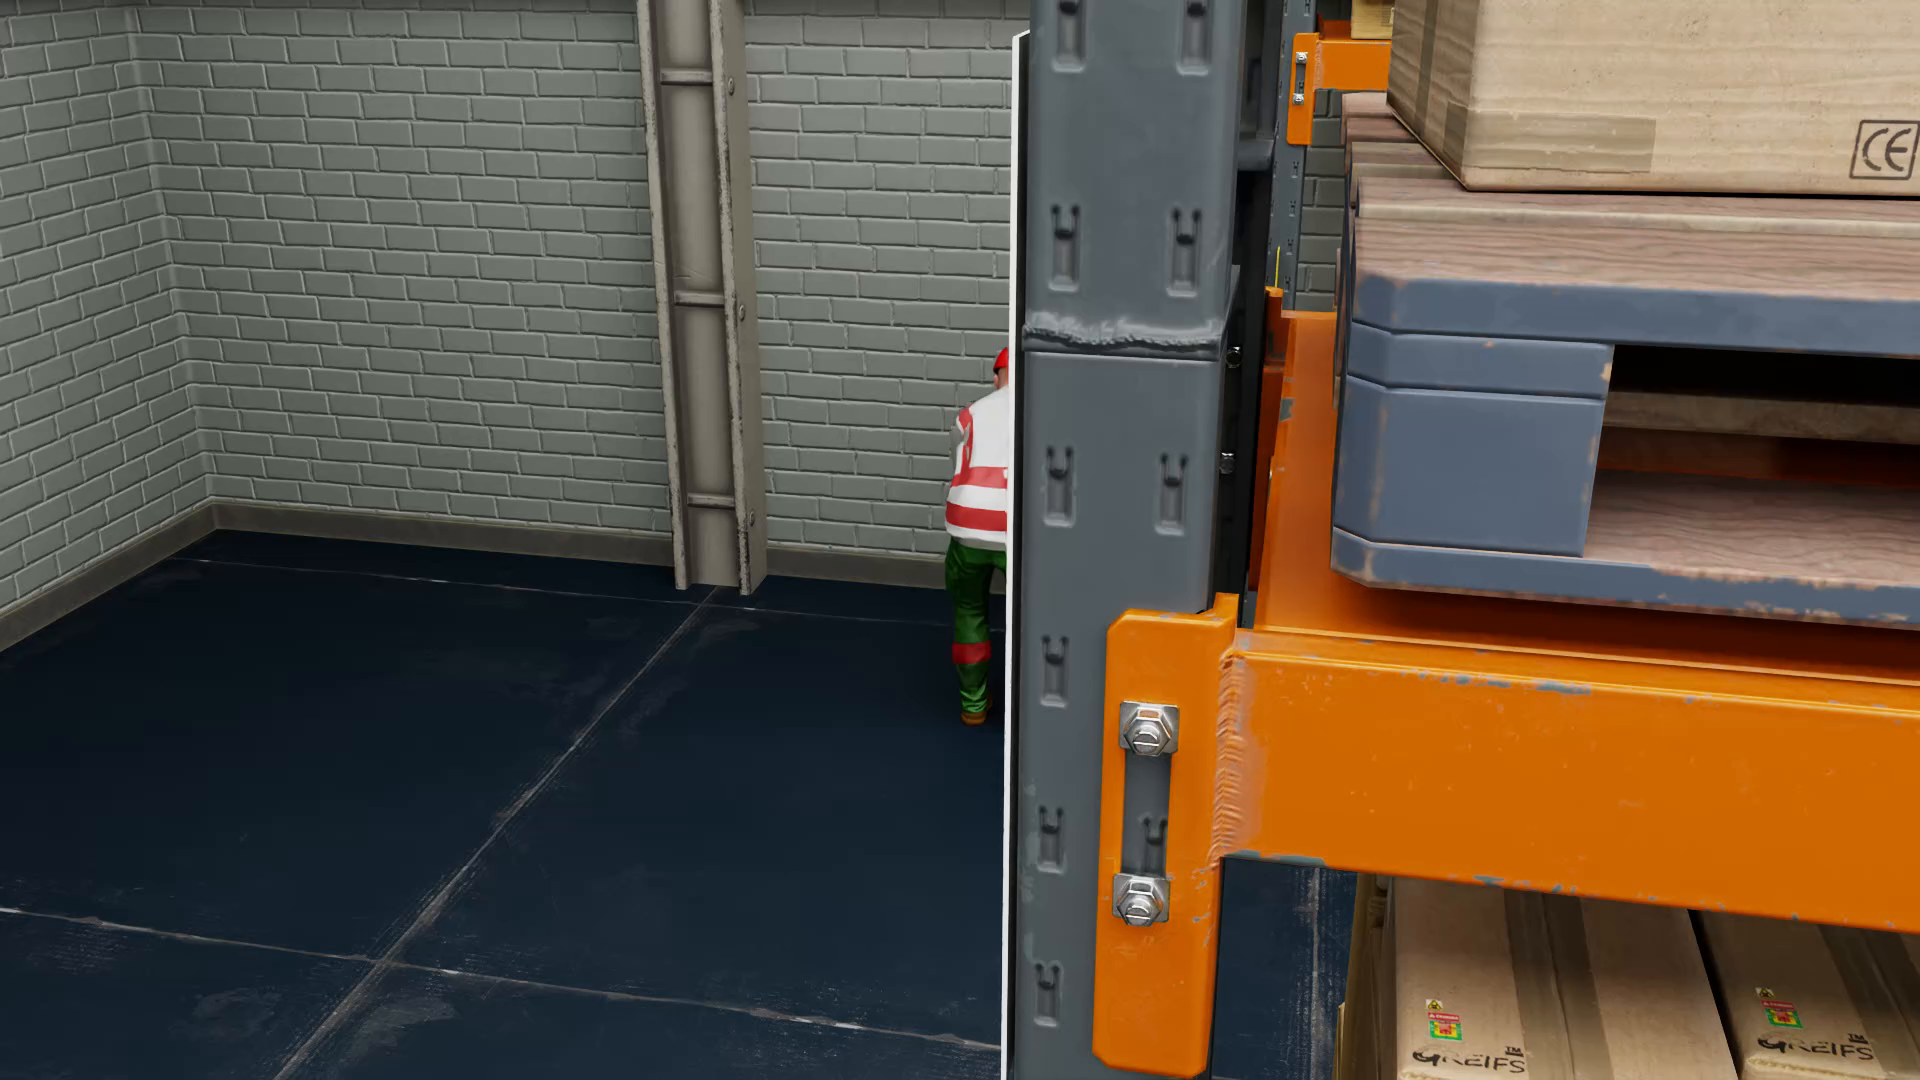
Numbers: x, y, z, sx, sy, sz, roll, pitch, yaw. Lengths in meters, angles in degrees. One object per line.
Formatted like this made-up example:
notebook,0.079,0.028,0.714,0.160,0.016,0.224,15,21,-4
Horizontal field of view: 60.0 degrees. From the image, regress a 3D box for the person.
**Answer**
person,0.193,-0.010,6.932,0.493,1.528,0.822,5,22,12
